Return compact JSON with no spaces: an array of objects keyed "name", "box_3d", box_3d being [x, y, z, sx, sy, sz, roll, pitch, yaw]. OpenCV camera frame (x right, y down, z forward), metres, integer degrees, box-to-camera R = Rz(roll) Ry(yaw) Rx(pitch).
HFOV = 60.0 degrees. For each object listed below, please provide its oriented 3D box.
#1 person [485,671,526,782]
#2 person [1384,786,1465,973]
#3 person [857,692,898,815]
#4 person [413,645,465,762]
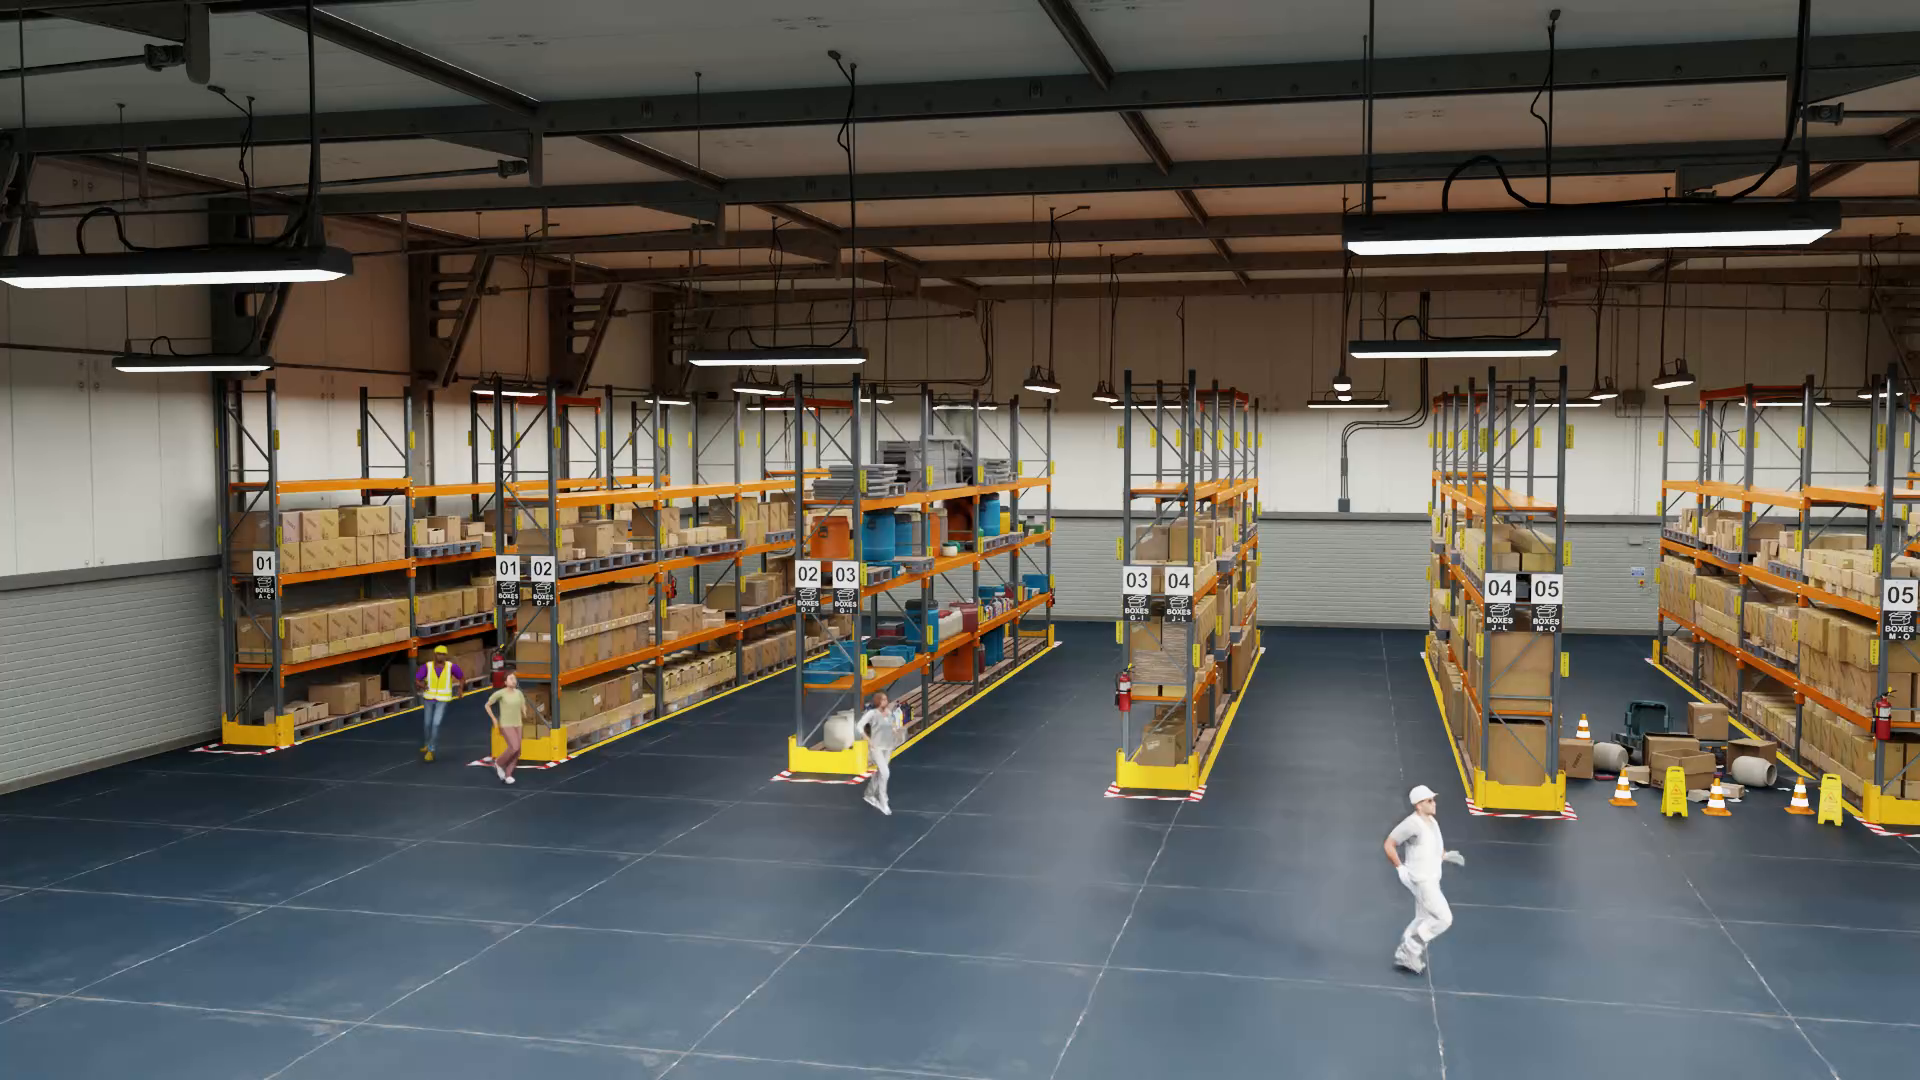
[{"name":"person","box_3d":[-6.533,2.730,24.231,0.546,1.632,0.567,3,4,39]},{"name":"person","box_3d":[4.371,3.173,15.532,0.650,1.743,0.646,3,4,36]},{"name":"person","box_3d":[-1.083,2.867,22.436,0.646,1.647,0.525,3,5,43]},{"name":"person","box_3d":[-8.225,2.546,26.206,0.764,1.782,0.774,0,3,-8]}]
